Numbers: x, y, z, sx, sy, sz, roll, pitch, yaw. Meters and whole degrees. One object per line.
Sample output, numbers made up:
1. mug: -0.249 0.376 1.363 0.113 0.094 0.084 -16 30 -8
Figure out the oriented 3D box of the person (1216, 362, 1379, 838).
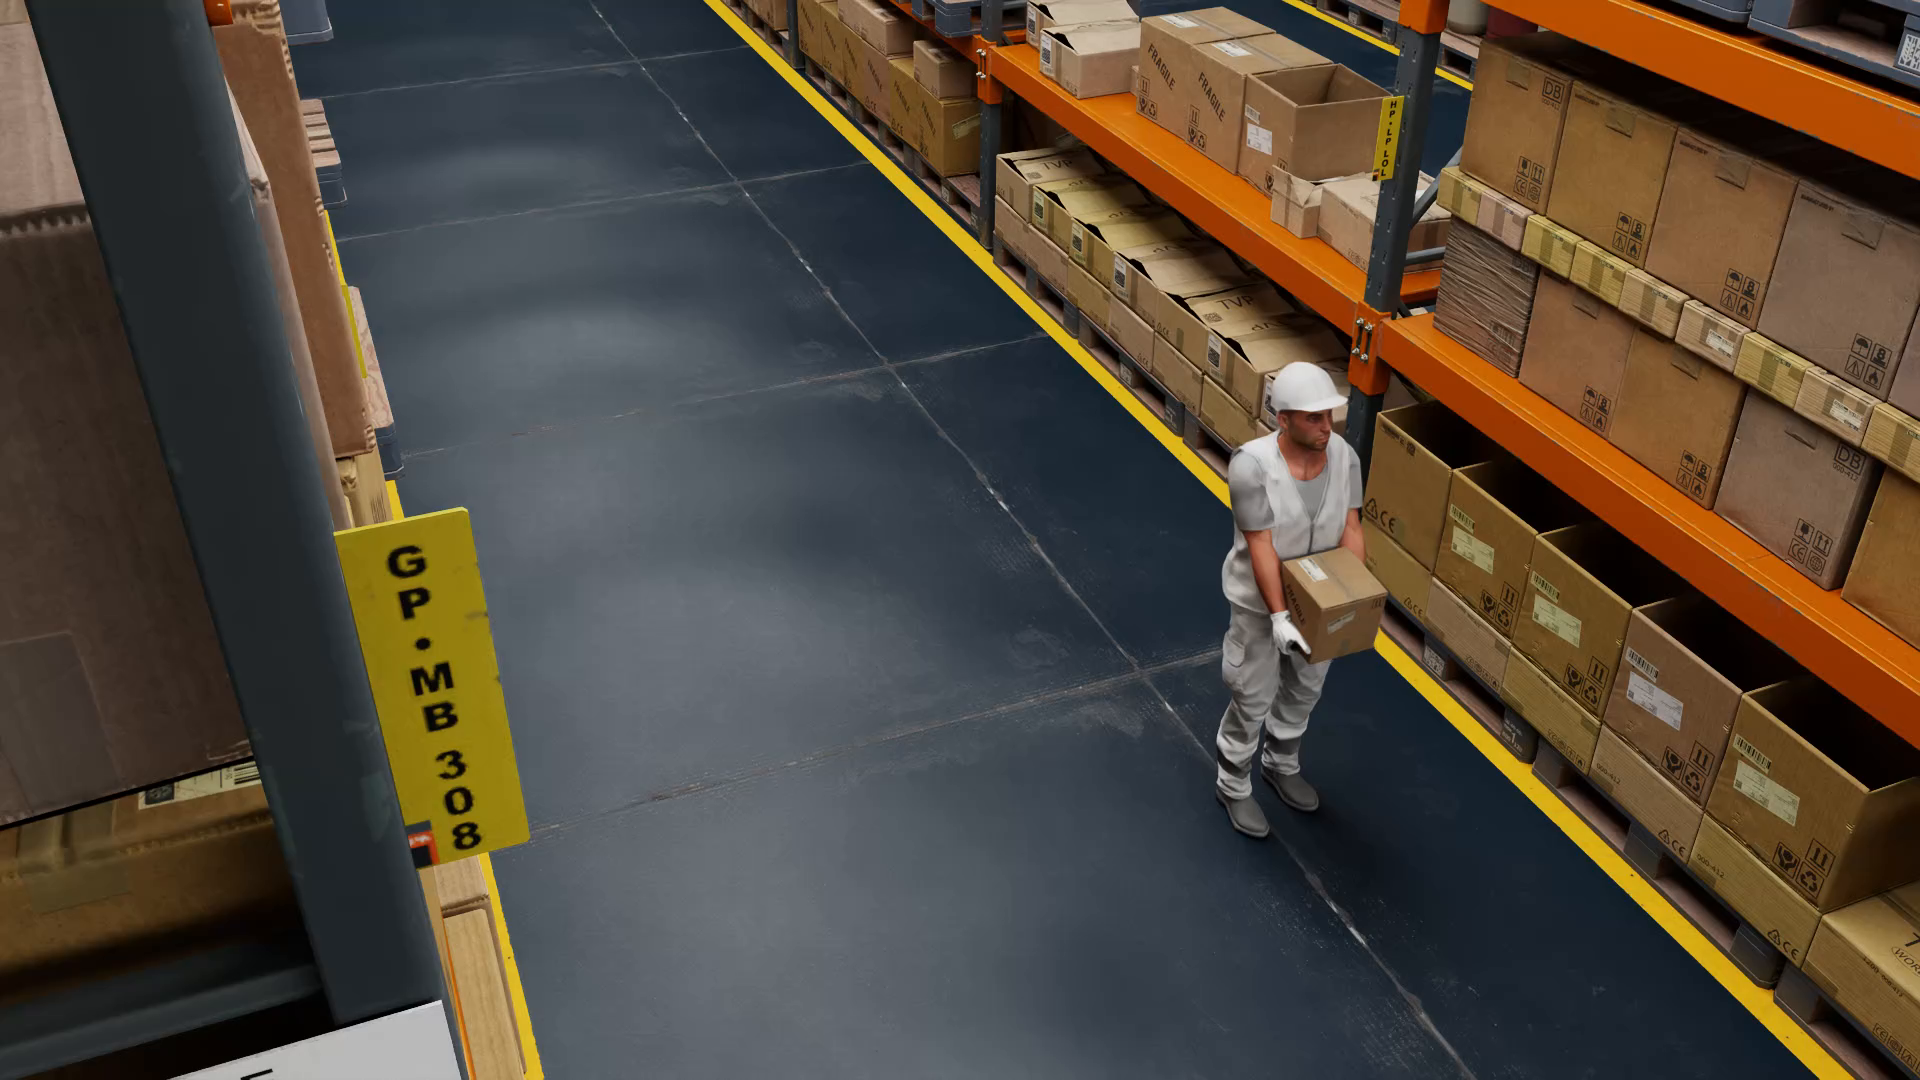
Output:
1. person: 1.169 0.257 5.726 0.495 1.786 0.558 -13 35 -19
